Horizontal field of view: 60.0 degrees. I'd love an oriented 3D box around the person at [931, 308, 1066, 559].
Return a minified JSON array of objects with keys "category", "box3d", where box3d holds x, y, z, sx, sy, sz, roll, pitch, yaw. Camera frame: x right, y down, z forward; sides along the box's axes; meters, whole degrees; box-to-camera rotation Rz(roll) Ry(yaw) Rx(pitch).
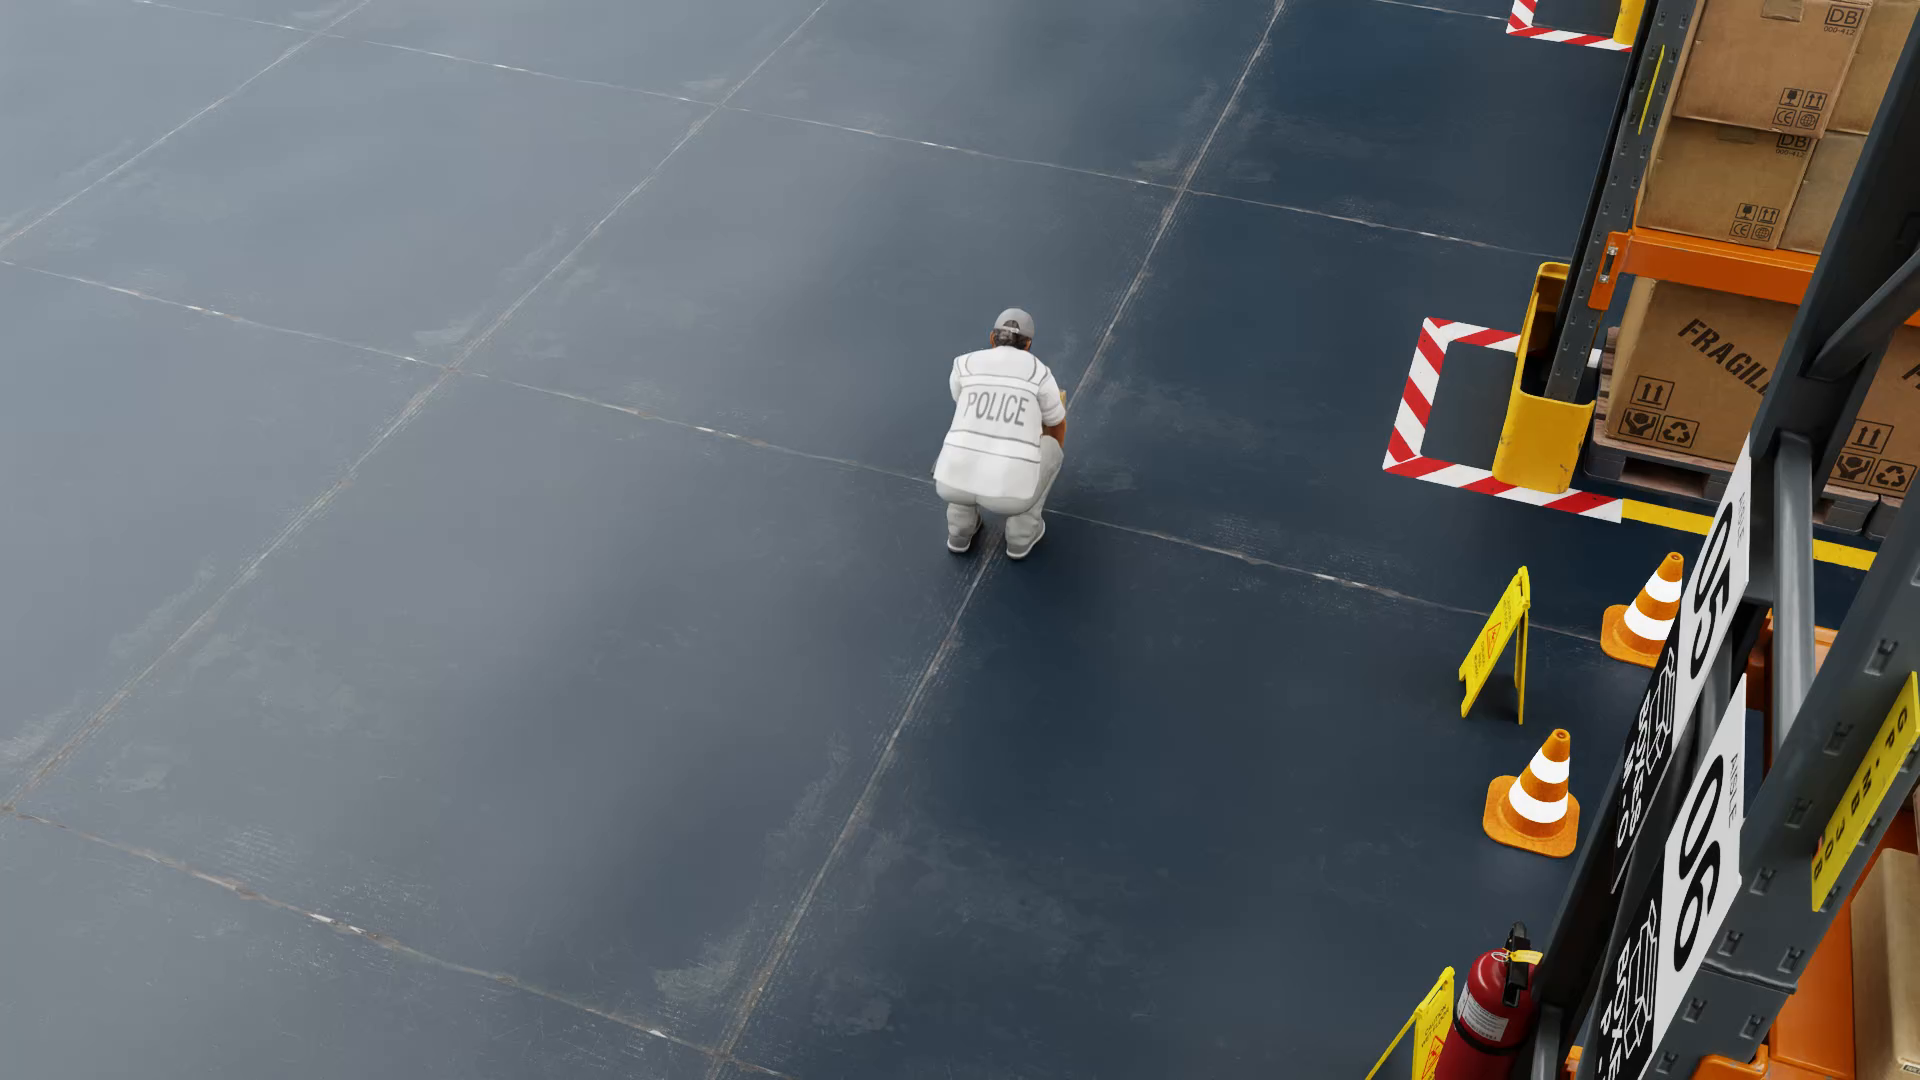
[{"category":"person","box3d":[0.168,-0.417,7.161,0.517,0.959,0.851,14,44,15]}]
